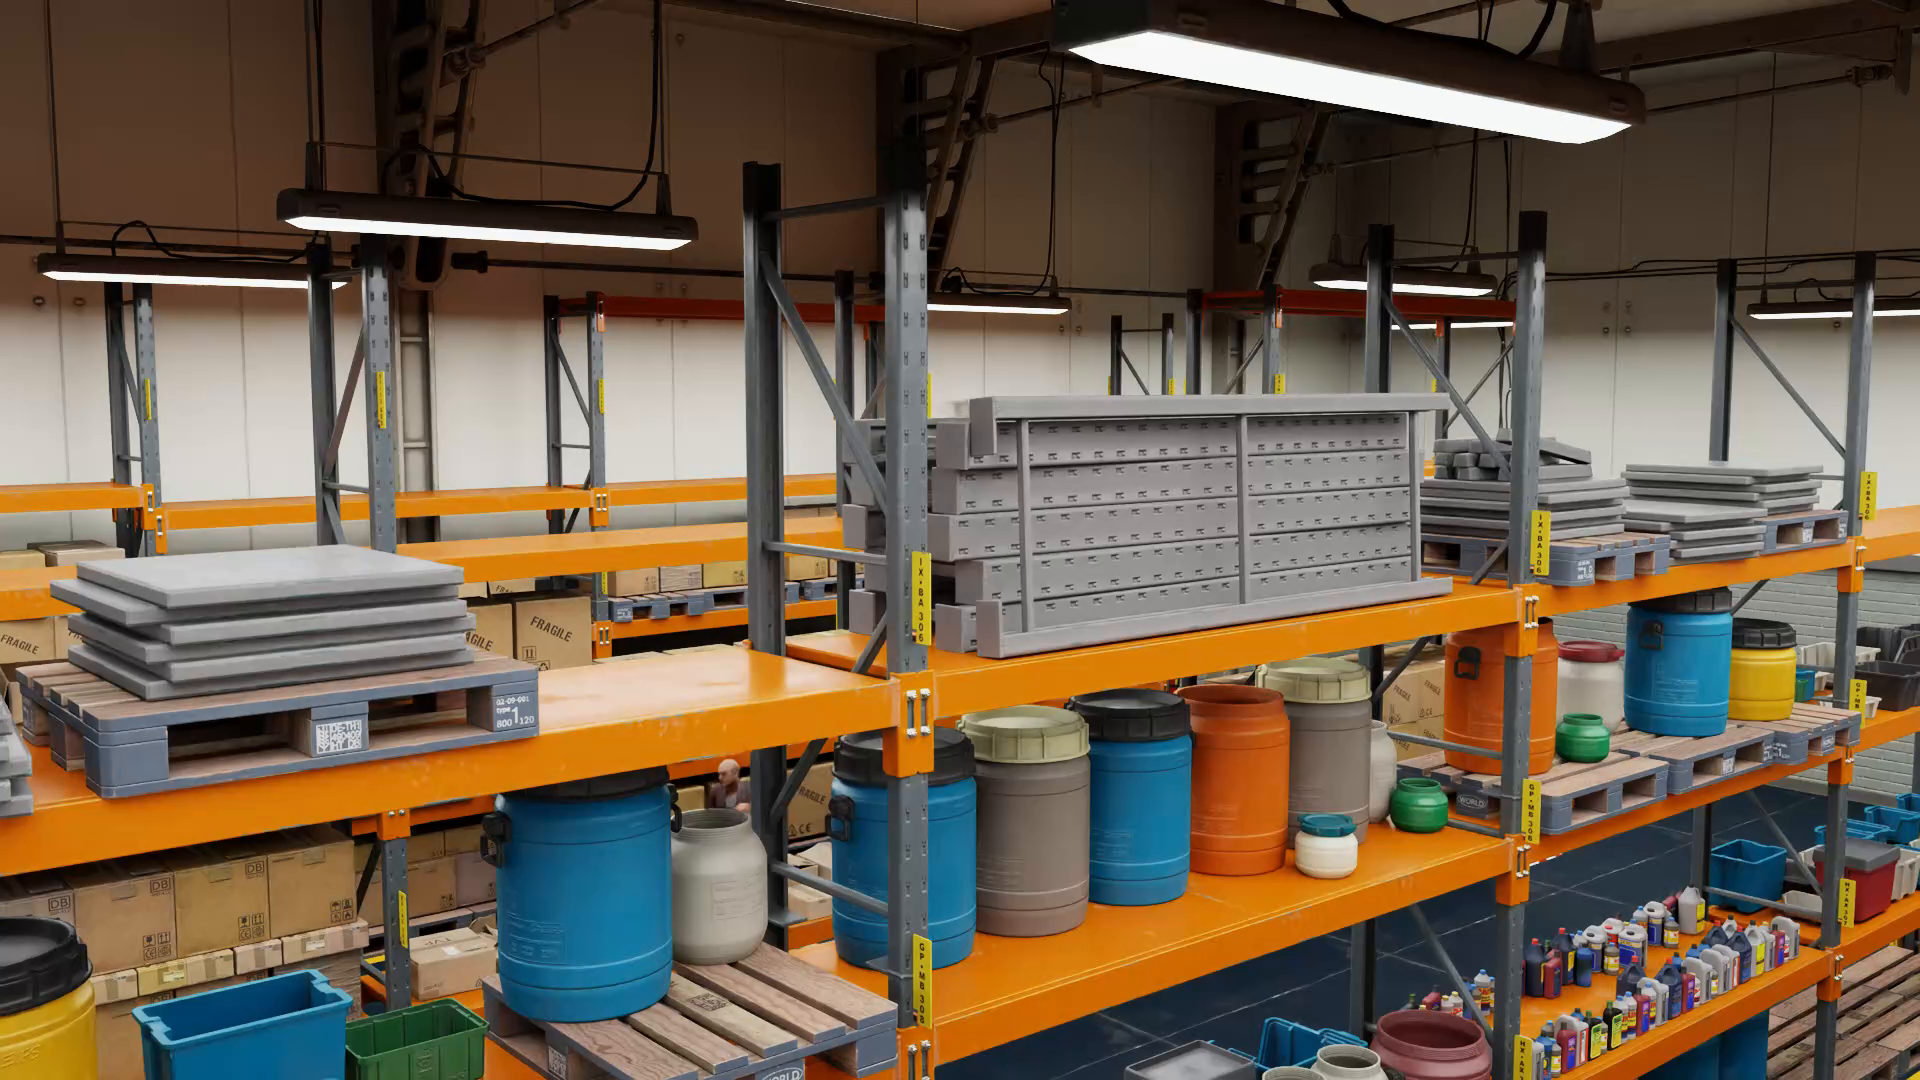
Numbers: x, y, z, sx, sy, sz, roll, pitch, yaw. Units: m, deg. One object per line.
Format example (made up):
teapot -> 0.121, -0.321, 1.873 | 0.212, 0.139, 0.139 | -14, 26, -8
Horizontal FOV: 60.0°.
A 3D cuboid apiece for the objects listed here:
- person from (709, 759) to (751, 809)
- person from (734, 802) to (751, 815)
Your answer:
person -> -2.017, 2.871, 15.367 | 0.707, 1.746, 0.871 | 0, 6, 5
person -> -1.671, 2.989, 14.159 | 0.984, 1.593, 0.674 | -3, 6, -31
